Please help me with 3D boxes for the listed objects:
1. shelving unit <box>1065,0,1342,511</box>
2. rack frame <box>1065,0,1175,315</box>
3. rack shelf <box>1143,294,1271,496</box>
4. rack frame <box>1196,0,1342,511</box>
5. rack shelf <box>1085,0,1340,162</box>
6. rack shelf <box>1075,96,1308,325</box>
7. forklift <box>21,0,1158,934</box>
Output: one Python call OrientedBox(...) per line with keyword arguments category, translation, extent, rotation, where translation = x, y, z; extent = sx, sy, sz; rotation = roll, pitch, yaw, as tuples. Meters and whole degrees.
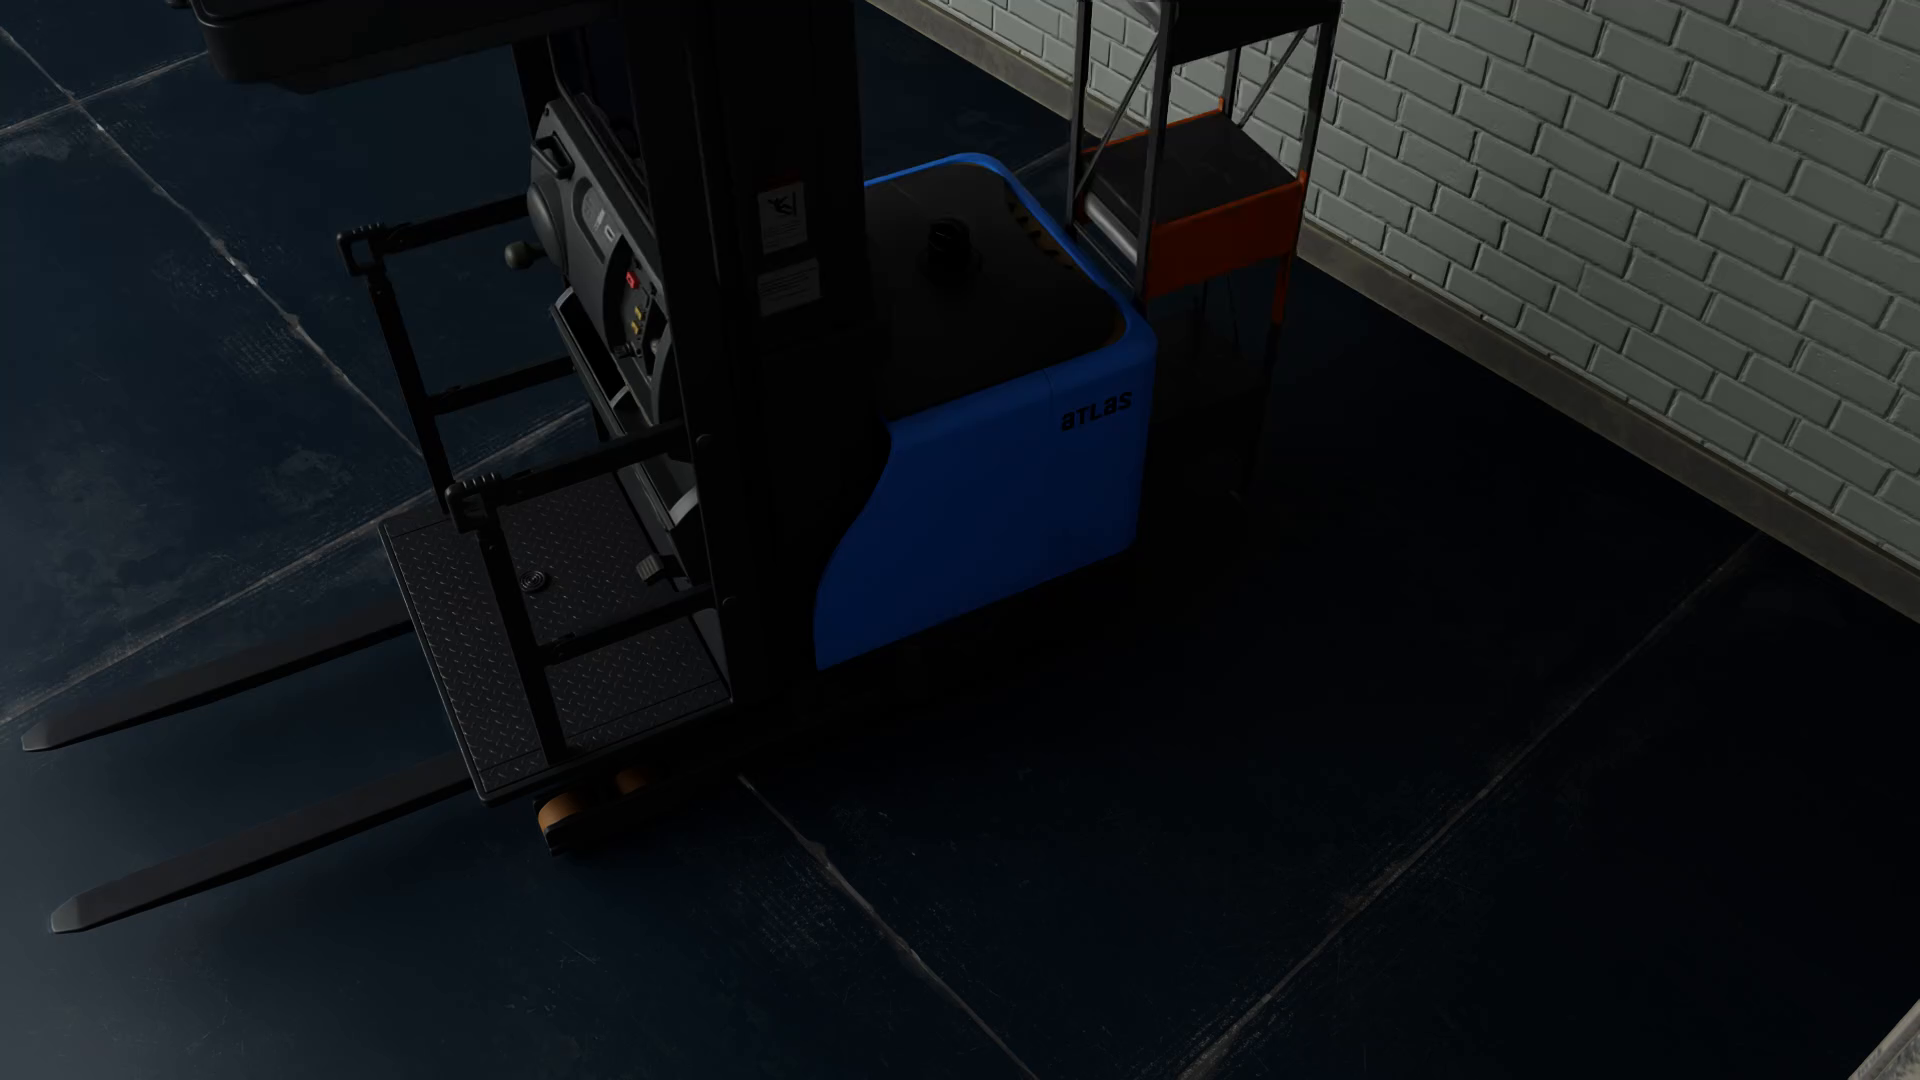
OrientedBox(category="shelving unit", translation=(0.611, -0.856, 4.611), extent=(0.503, 2.100, 0.431), rotation=(-21, 51, -18))
OrientedBox(category="rack frame", translation=(0.394, -0.774, 4.535), extent=(0.015, 2.100, 0.400), rotation=(-21, 51, -18))
OrientedBox(category="rack shelf", translation=(0.611, -0.372, 5.135), extent=(0.480, 0.518, 0.431), rotation=(-21, 51, -18))
OrientedBox(category="rack frame", translation=(0.828, -0.938, 4.687), extent=(0.015, 2.100, 0.400), rotation=(-21, 51, -18))
OrientedBox(category="rack shelf", translation=(0.611, -1.321, 4.107), extent=(0.480, 0.518, 0.431), rotation=(-21, 51, -18))
OrientedBox(category="rack shelf", translation=(0.611, -0.847, 4.621), extent=(0.480, 0.518, 0.431), rotation=(-21, 51, -18))
OrientedBox(category="forklift", translation=(-1.020, -0.608, 3.817), extent=(3.031, 2.935, 1.130), rotation=(-21, 51, -18))
